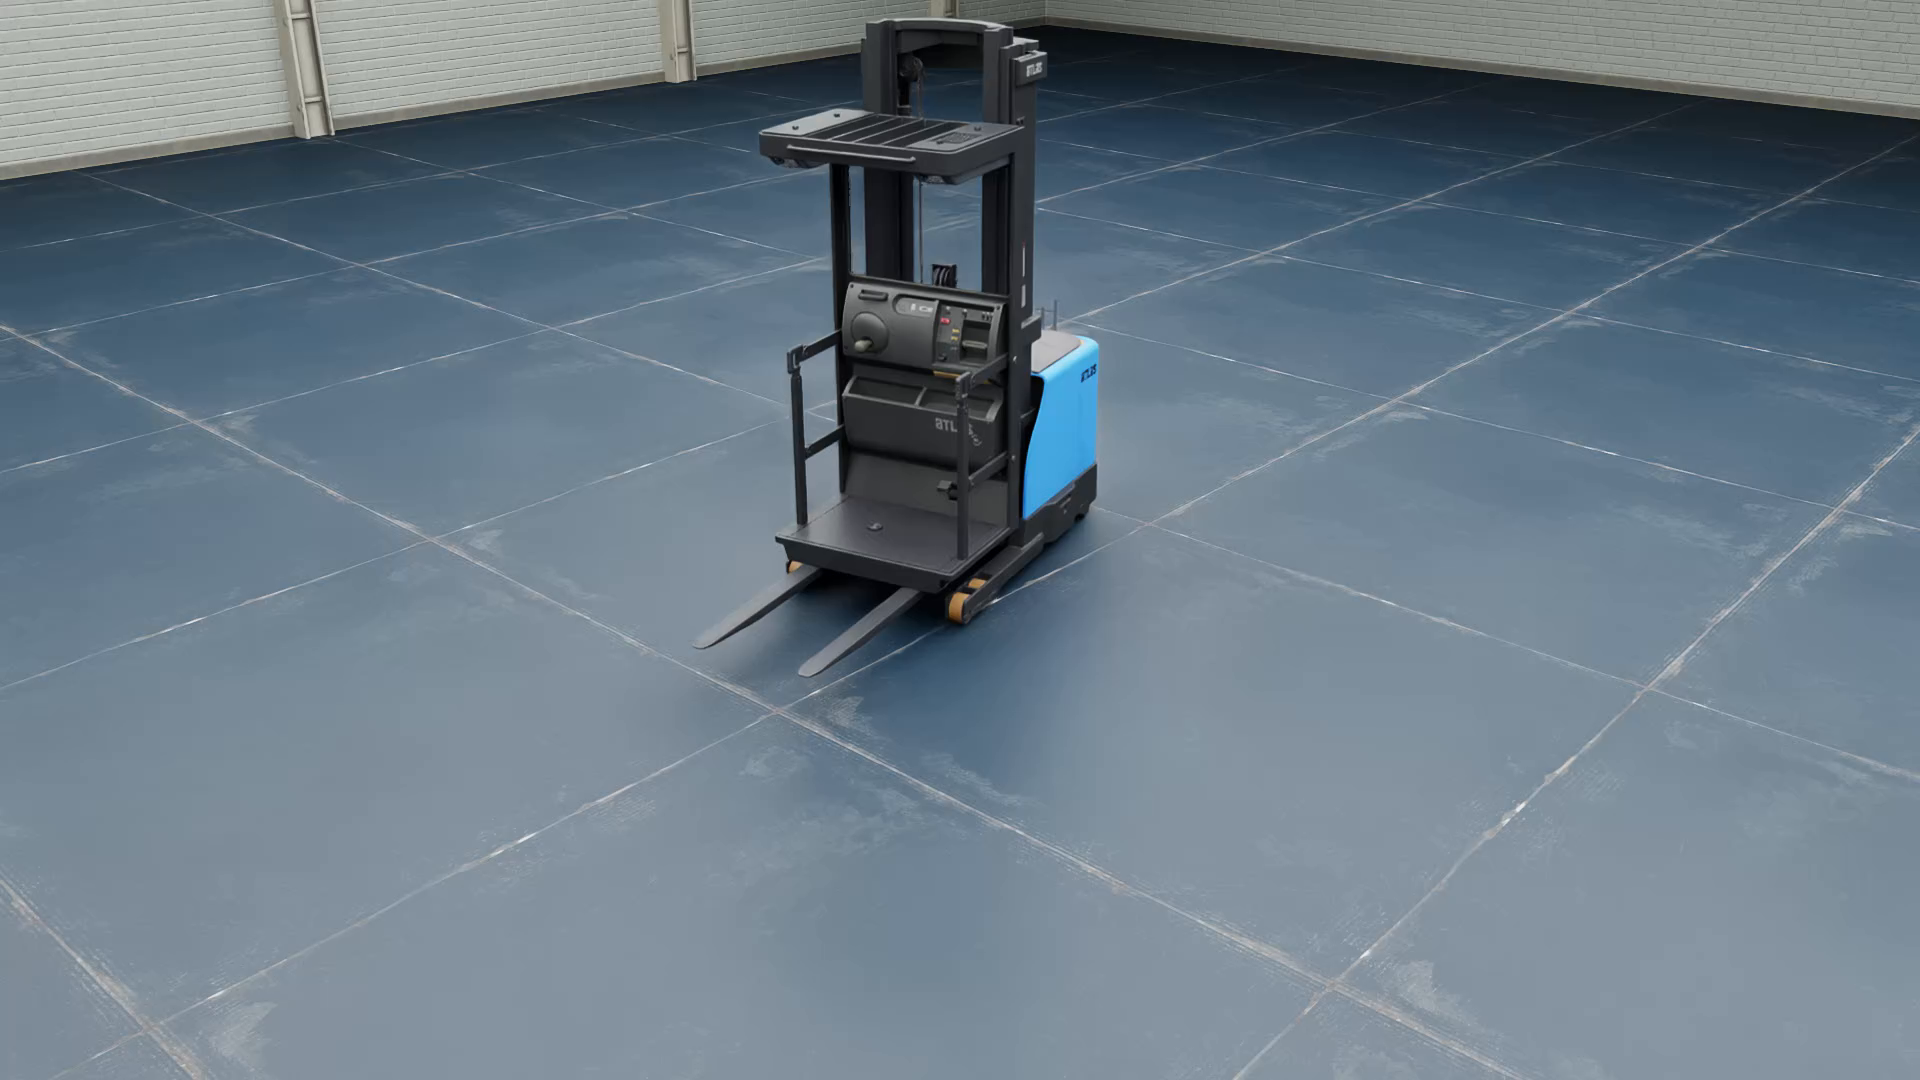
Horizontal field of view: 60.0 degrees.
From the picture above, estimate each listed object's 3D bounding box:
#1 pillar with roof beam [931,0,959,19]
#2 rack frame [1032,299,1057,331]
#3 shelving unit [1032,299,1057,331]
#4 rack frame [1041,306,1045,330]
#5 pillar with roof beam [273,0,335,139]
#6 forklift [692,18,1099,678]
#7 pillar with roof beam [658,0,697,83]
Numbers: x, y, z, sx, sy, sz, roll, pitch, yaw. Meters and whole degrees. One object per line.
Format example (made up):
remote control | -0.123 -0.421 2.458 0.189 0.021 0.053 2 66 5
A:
pillar with roof beam | 2.941 -11.778 25.019 9.100 9.000 0.400 20 31 38
rack frame | 0.483 -0.933 10.365 0.240 1.200 0.006 12 27 25
shelving unit | 0.440 -0.900 10.291 0.258 1.200 0.189 12 27 25
rack frame | 0.397 -0.867 10.217 0.240 1.200 0.006 12 27 25
pillar with roof beam | -5.068 -8.122 16.865 9.100 9.000 0.400 20 31 38
forklift | -0.301 -1.103 8.628 1.130 2.935 3.031 12 27 25
pillar with roof beam | -1.063 -9.950 20.942 9.100 9.000 0.400 20 31 38
